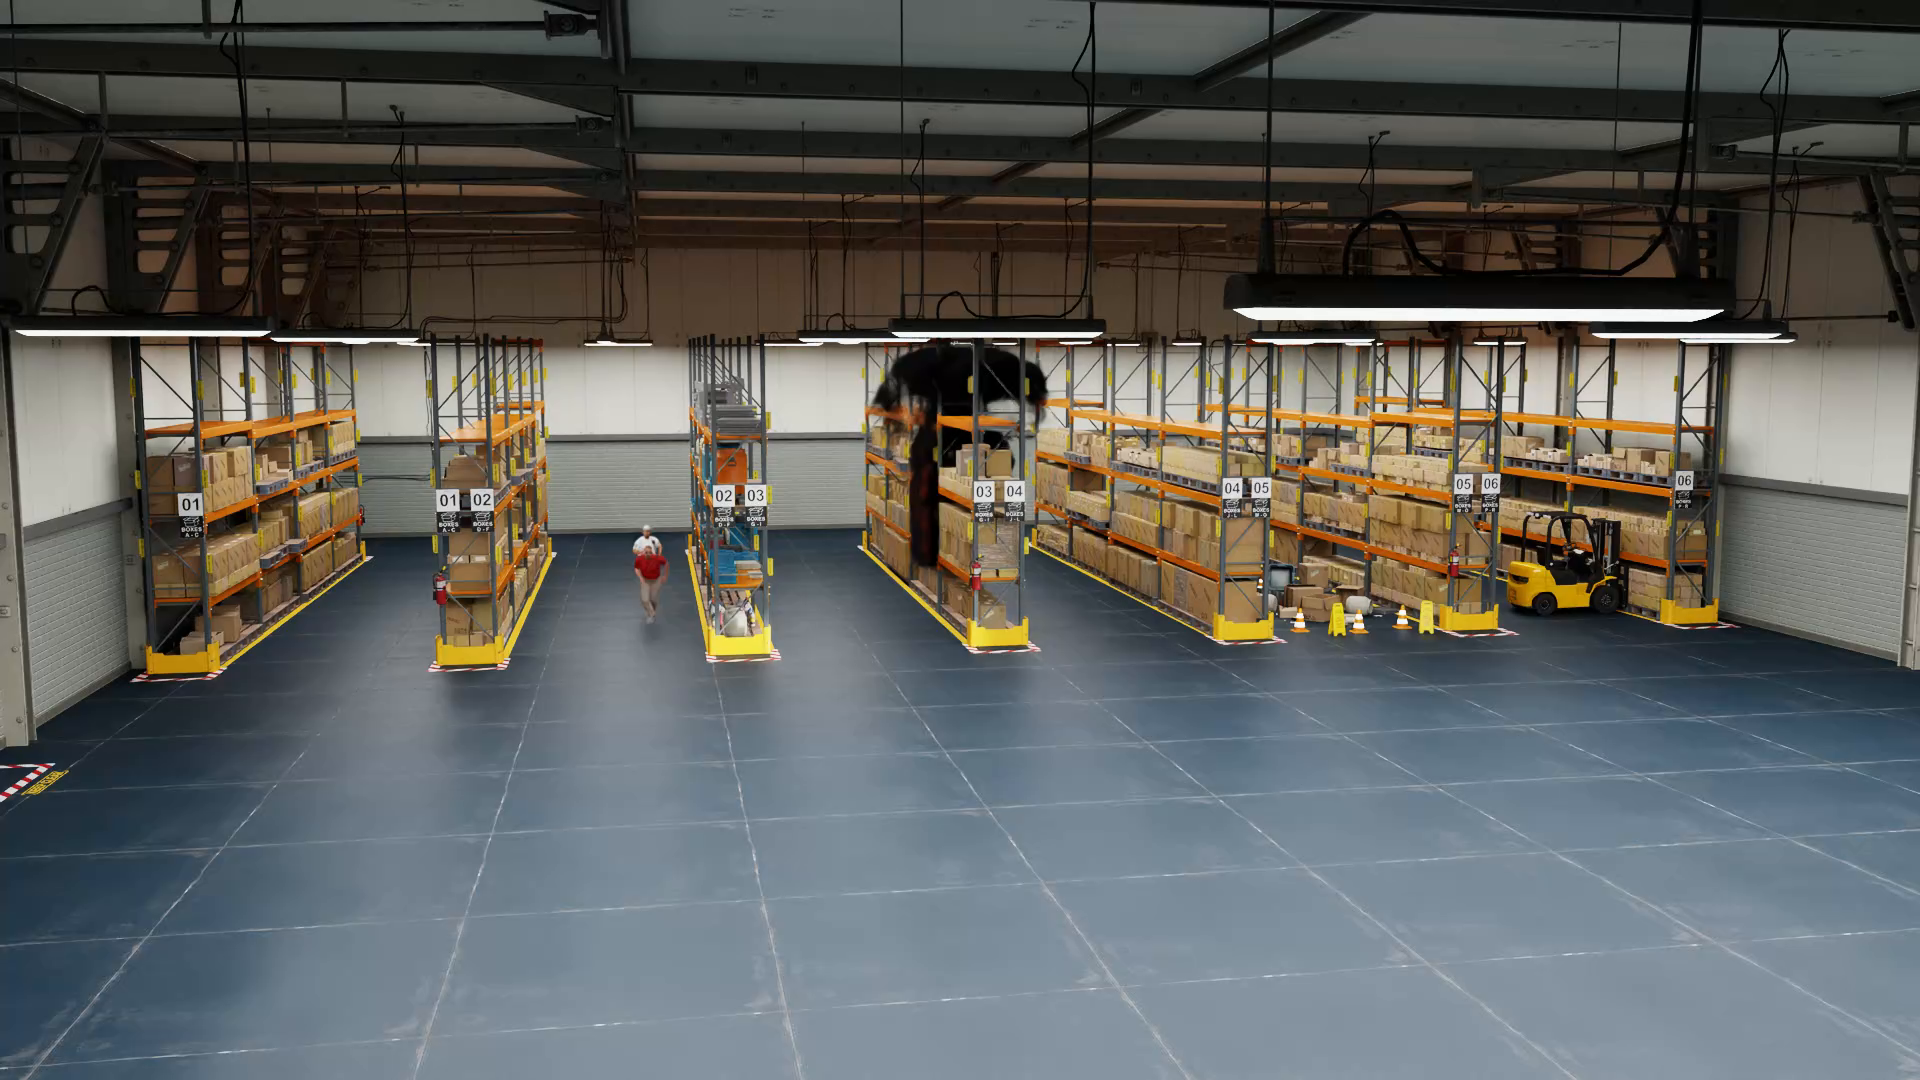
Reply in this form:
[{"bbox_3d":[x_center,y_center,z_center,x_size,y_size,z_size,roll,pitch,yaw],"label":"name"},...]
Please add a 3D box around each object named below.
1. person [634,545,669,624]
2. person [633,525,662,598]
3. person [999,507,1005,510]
[{"bbox_3d":[-6.155,0.875,33.234,0.676,1.602,0.788,0,7,-4],"label":"person"},{"bbox_3d":[-6.678,0.539,35.558,0.607,1.709,0.880,-1,7,-8],"label":"person"},{"bbox_3d":[1.373,-0.408,45.856,0.731,1.801,0.960,0,7,0],"label":"person"}]
